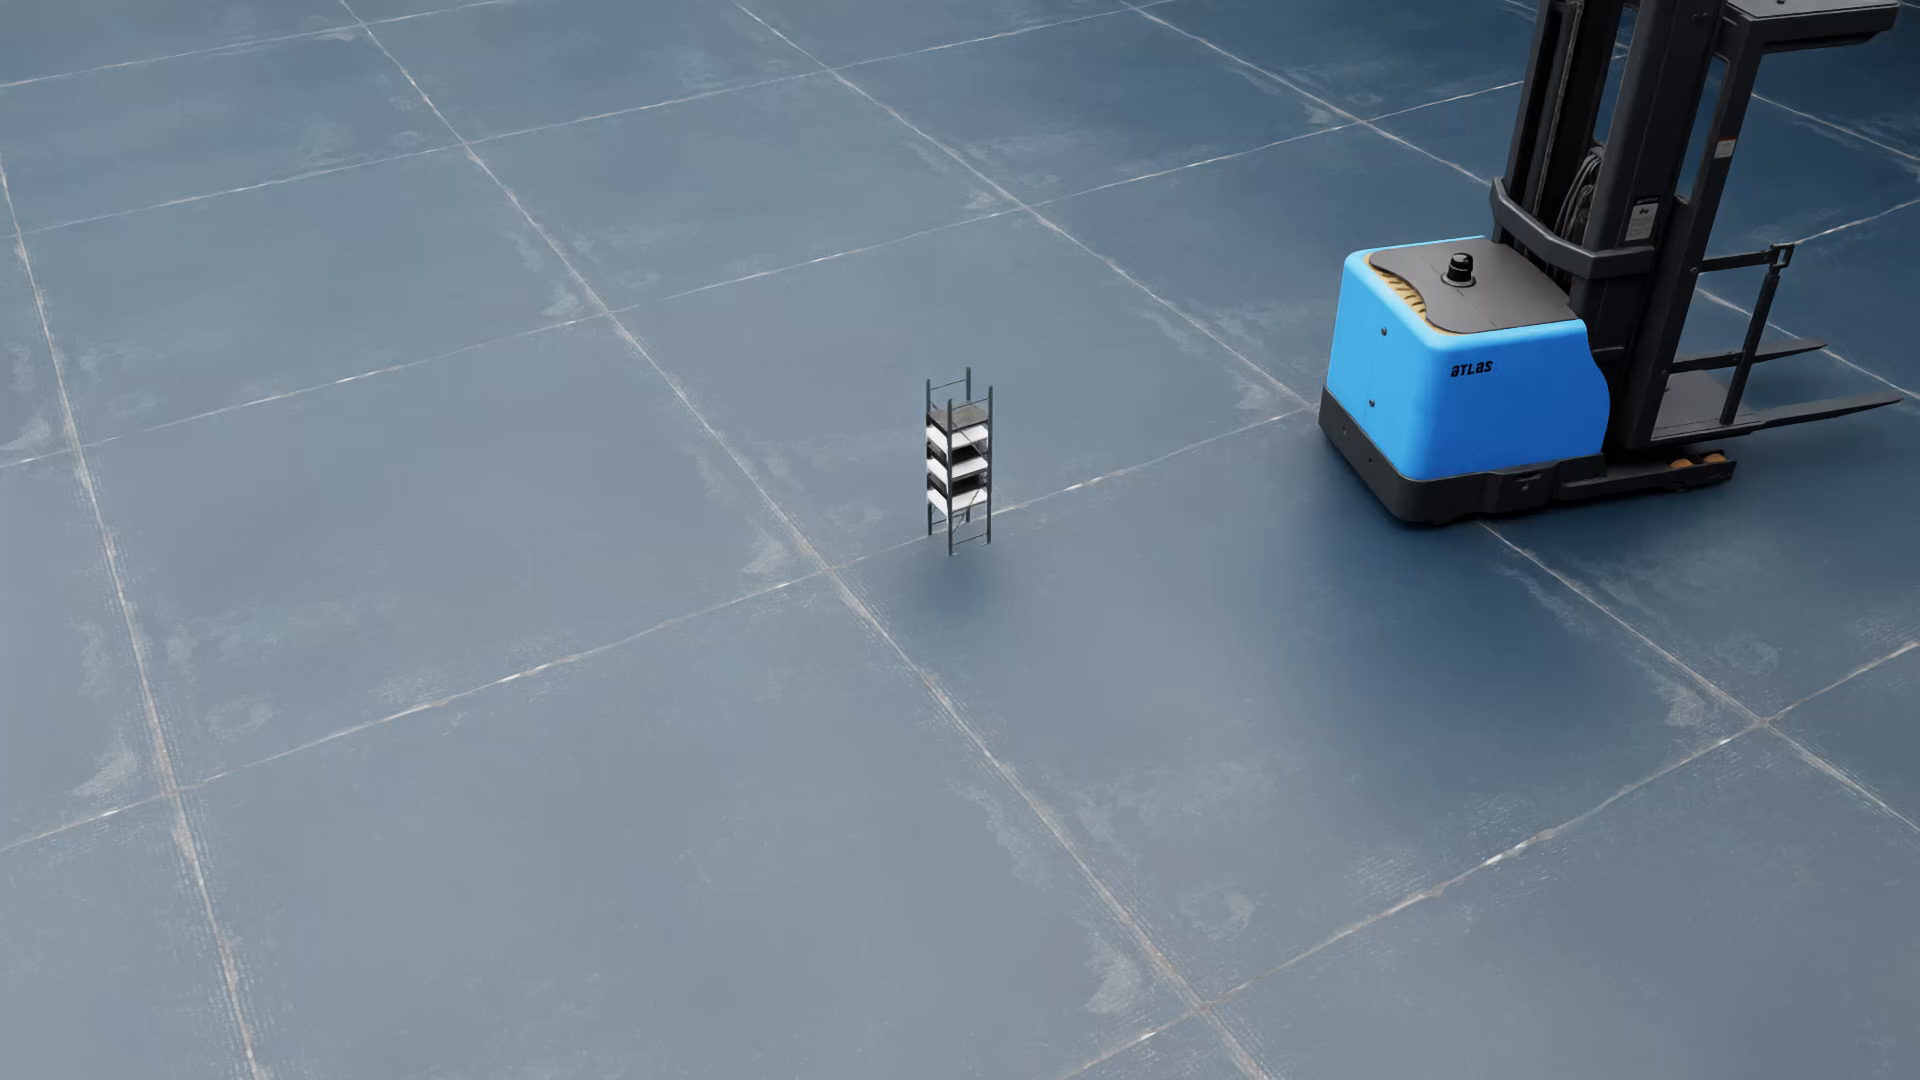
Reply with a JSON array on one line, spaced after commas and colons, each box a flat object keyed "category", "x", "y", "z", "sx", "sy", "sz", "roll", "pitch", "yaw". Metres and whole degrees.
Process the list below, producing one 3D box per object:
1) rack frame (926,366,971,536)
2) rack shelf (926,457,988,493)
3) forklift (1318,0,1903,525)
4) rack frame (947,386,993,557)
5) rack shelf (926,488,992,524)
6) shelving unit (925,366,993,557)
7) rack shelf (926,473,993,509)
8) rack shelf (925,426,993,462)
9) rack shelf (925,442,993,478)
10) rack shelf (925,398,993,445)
[{"category": "rack frame", "x": -0.055, "y": -0.419, "z": 8.061, "sx": 0.240, "sy": 0.900, "sz": 0.006, "roll": -19, "pitch": 40, "yaw": -24}, {"category": "rack shelf", "x": -0.004, "y": -0.341, "z": 8.010, "sx": 0.258, "sy": 0.077, "sz": 0.200, "roll": -19, "pitch": 40, "yaw": -24}, {"category": "forklift", "x": 3.511, "y": -1.728, "z": 8.131, "sx": 3.031, "sy": 2.935, "sz": 1.130, "roll": -9, "pitch": 37, "yaw": -12}, {"category": "rack frame", "x": 0.047, "y": -0.316, "z": 7.919, "sx": 0.240, "sy": 0.900, "sz": 0.006, "roll": -19, "pitch": 40, "yaw": -24}, {"category": "rack shelf", "x": -0.004, "y": -0.195, "z": 8.116, "sx": 0.258, "sy": 0.077, "sz": 0.200, "roll": -19, "pitch": 40, "yaw": -24}, {"category": "shelving unit", "x": -0.004, "y": -0.368, "z": 7.990, "sx": 0.258, "sy": 0.900, "sz": 0.210, "roll": -19, "pitch": 40, "yaw": -24}, {"category": "rack shelf", "x": -0.004, "y": -0.268, "z": 8.063, "sx": 0.258, "sy": 0.077, "sz": 0.200, "roll": -19, "pitch": 40, "yaw": -24}, {"category": "rack shelf", "x": -0.004, "y": -0.486, "z": 7.904, "sx": 0.258, "sy": 0.077, "sz": 0.200, "roll": -19, "pitch": 40, "yaw": -24}, {"category": "rack shelf", "x": -0.004, "y": -0.413, "z": 7.957, "sx": 0.258, "sy": 0.077, "sz": 0.200, "roll": -19, "pitch": 40, "yaw": -24}, {"category": "rack shelf", "x": -0.004, "y": -0.559, "z": 7.851, "sx": 0.258, "sy": 0.077, "sz": 0.200, "roll": -19, "pitch": 40, "yaw": -24}]
